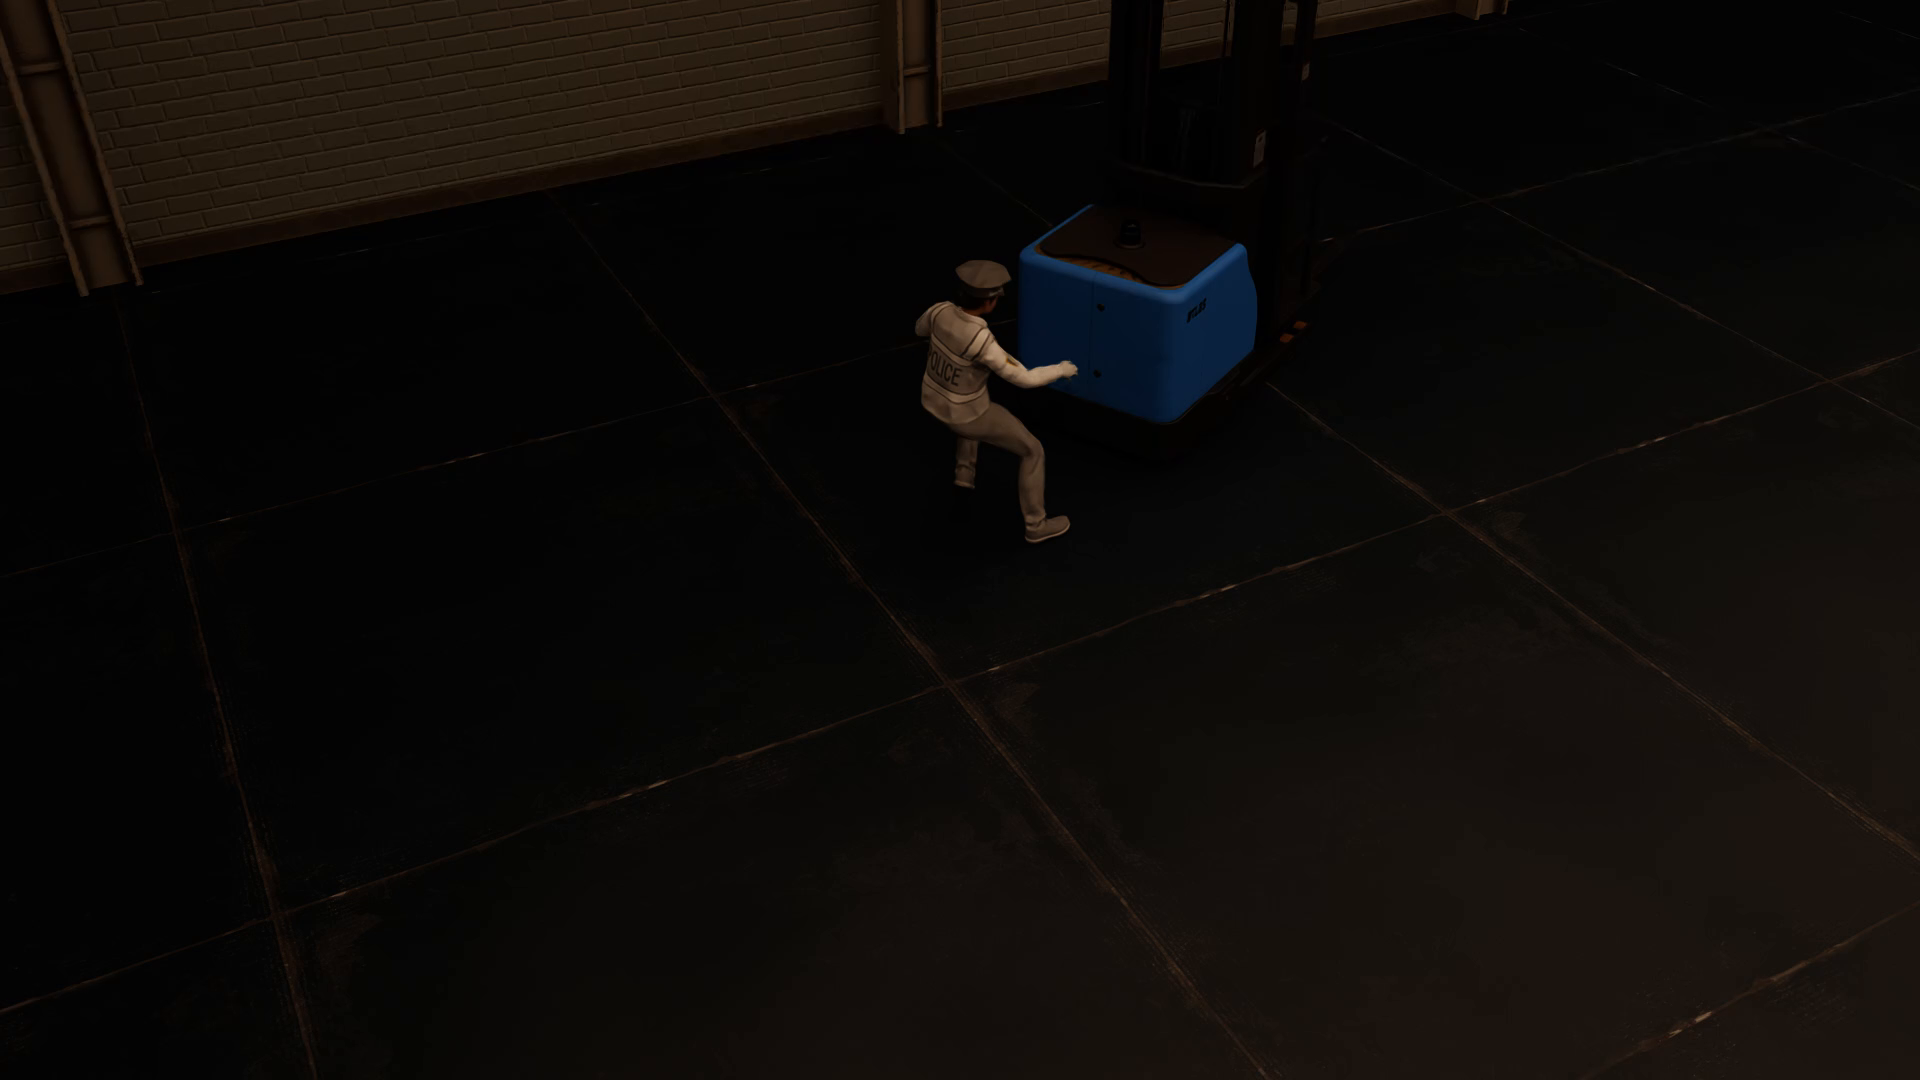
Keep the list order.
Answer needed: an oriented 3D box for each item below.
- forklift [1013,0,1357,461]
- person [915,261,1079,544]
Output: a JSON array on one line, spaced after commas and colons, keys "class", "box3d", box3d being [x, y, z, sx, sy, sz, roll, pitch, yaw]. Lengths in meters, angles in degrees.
[{"class": "forklift", "box3d": [1.543, -2.439, 9.574, 1.130, 2.935, 3.031, 21, 40, 27]}, {"class": "person", "box3d": [0.168, -0.769, 8.459, 0.690, 1.488, 0.857, -27, 44, -33]}]
